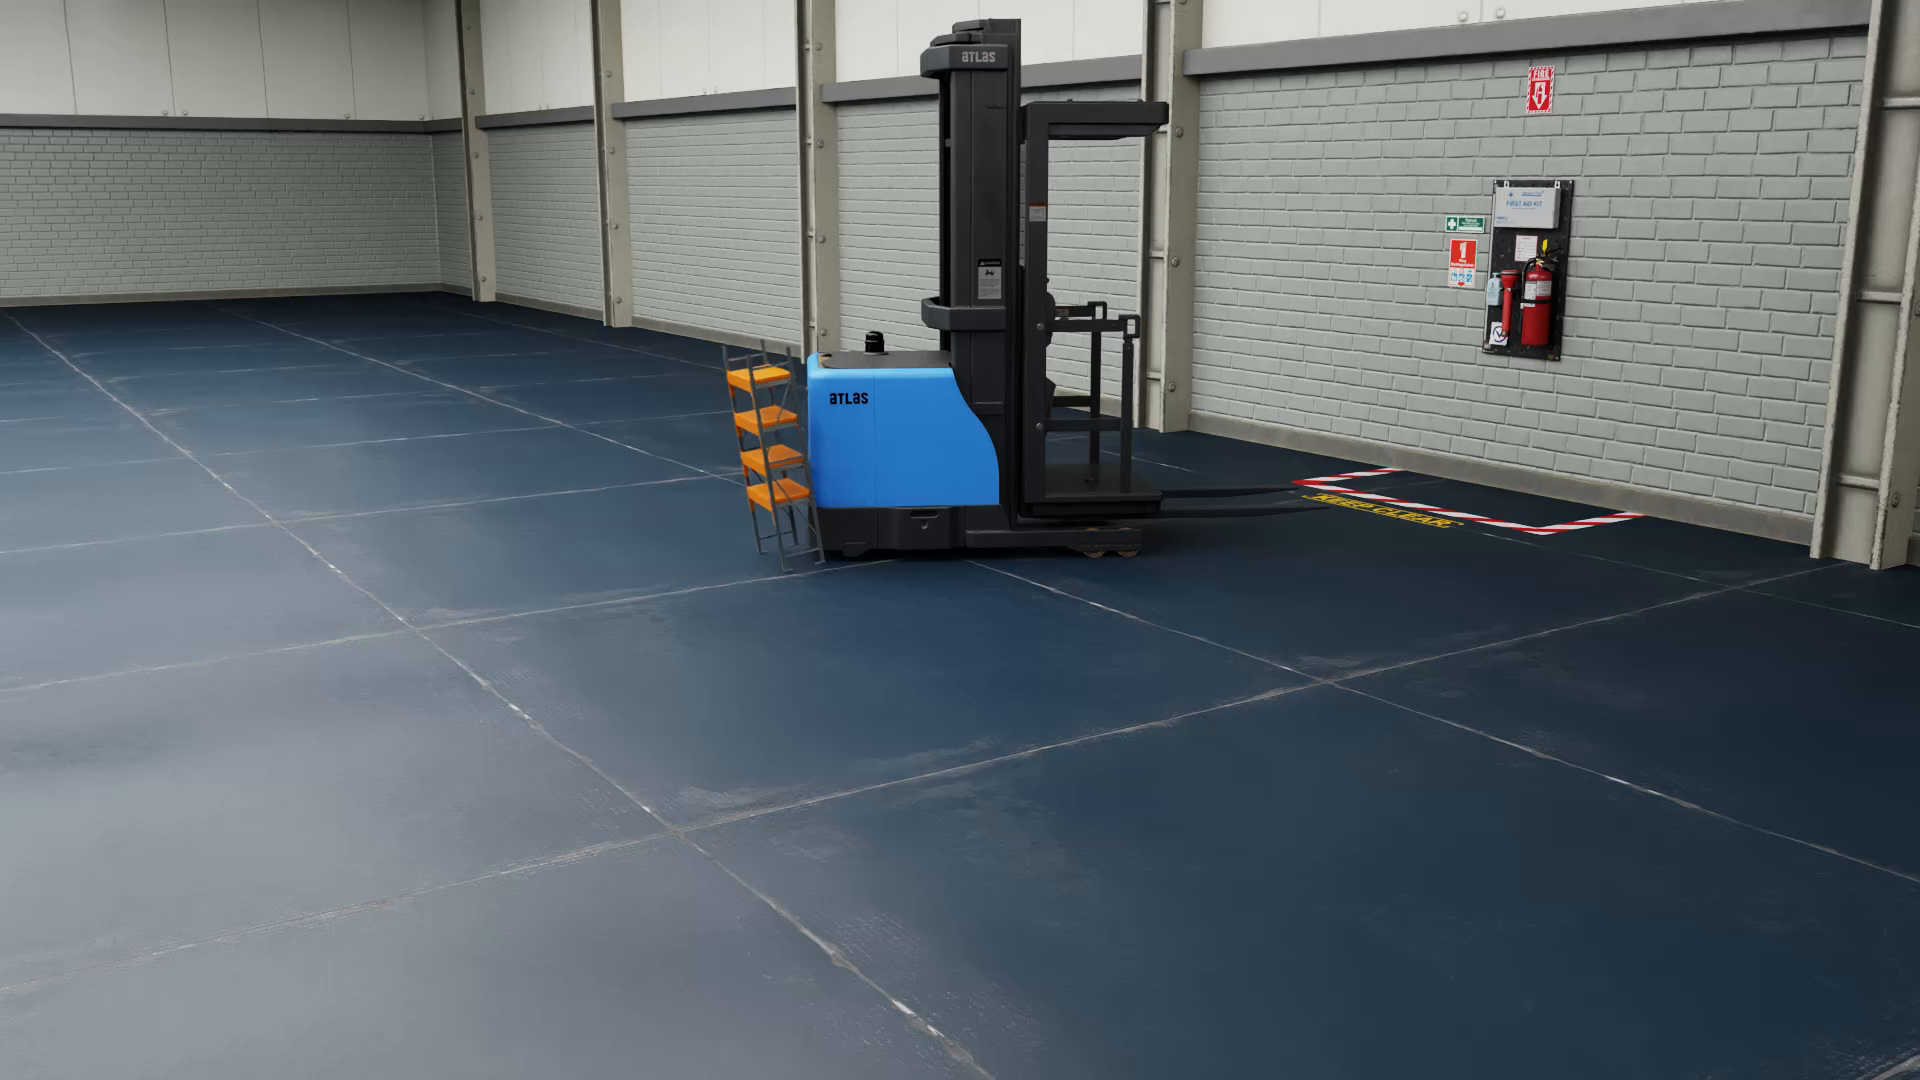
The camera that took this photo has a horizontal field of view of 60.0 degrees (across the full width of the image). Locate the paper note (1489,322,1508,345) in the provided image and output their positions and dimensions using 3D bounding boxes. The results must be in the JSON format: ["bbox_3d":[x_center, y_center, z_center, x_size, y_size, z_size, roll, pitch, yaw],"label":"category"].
[{"bbox_3d":[3.675,-1.407,11.337,0.016,0.148,0.142,-8,15,-33],"label":"paper note"}]

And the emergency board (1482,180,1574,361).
[{"bbox_3d":[3.715,-1.798,11.062,0.194,1.169,0.643,-8,15,-33],"label":"emergency board"}]

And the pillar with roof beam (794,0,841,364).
[{"bbox_3d":[-5.180,-5.909,15.820,9.100,9.000,0.400,-8,15,-33],"label":"pillar with roof beam"}]

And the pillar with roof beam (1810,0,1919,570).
[{"bbox_3d":[1.469,-3.775,6.061,9.100,9.000,0.400,-8,15,-33],"label":"pillar with roof beam"}]

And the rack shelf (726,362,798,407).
[{"bbox_3d":[-1.080,-0.849,9.047,0.258,0.148,0.480,-14,16,-20],"label":"rack shelf"}]

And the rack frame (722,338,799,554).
[{"bbox_3d":[-1.121,-0.521,9.371,0.240,1.200,0.015,-14,16,-20],"label":"rack frame"}]

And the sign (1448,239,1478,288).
[{"bbox_3d":[3.495,-1.926,11.564,0.001,0.329,0.234,-8,15,-33],"label":"sign"}]

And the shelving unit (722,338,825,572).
[{"bbox_3d":[-1.027,-0.473,9.151,0.258,1.200,0.503,-14,16,-20],"label":"shelving unit"}]

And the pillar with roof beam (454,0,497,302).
[{"bbox_3d":[-11.828,-8.043,25.579,9.100,9.000,0.400,-8,15,-33],"label":"pillar with roof beam"}]

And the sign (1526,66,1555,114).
[{"bbox_3d":[3.794,-2.944,10.875,0.001,0.298,0.199,-8,15,-33],"label":"sign"}]

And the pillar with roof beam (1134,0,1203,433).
[{"bbox_3d":[-1.855,-4.842,10.940,9.100,9.000,0.400,-8,15,-33],"label":"pillar with roof beam"}]

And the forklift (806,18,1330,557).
[{"bbox_3d":[0.620,-1.445,9.609,3.031,2.935,1.130,-1,12,-6],"label":"forklift"}]

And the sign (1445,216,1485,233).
[{"bbox_3d":[3.490,-2.183,11.499,0.001,0.109,0.331,-8,15,-33],"label":"sign"}]

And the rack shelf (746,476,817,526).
[{"bbox_3d":[-0.991,-0.220,9.221,0.258,0.148,0.480,-14,16,-20],"label":"rack shelf"}]

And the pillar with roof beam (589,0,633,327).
[{"bbox_3d":[-8.504,-6.976,20.699,9.100,9.000,0.400,-8,15,-33],"label":"pillar with roof beam"}]

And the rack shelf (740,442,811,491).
[{"bbox_3d":[-1.018,-0.409,9.168,0.258,0.148,0.480,-14,16,-20],"label":"rack shelf"}]

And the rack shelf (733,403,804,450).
[{"bbox_3d":[-1.048,-0.623,9.109,0.258,0.148,0.480,-14,16,-20],"label":"rack shelf"}]

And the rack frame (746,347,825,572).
[{"bbox_3d":[-0.933,-0.426,8.931,0.240,1.200,0.015,-14,16,-20],"label":"rack frame"}]
